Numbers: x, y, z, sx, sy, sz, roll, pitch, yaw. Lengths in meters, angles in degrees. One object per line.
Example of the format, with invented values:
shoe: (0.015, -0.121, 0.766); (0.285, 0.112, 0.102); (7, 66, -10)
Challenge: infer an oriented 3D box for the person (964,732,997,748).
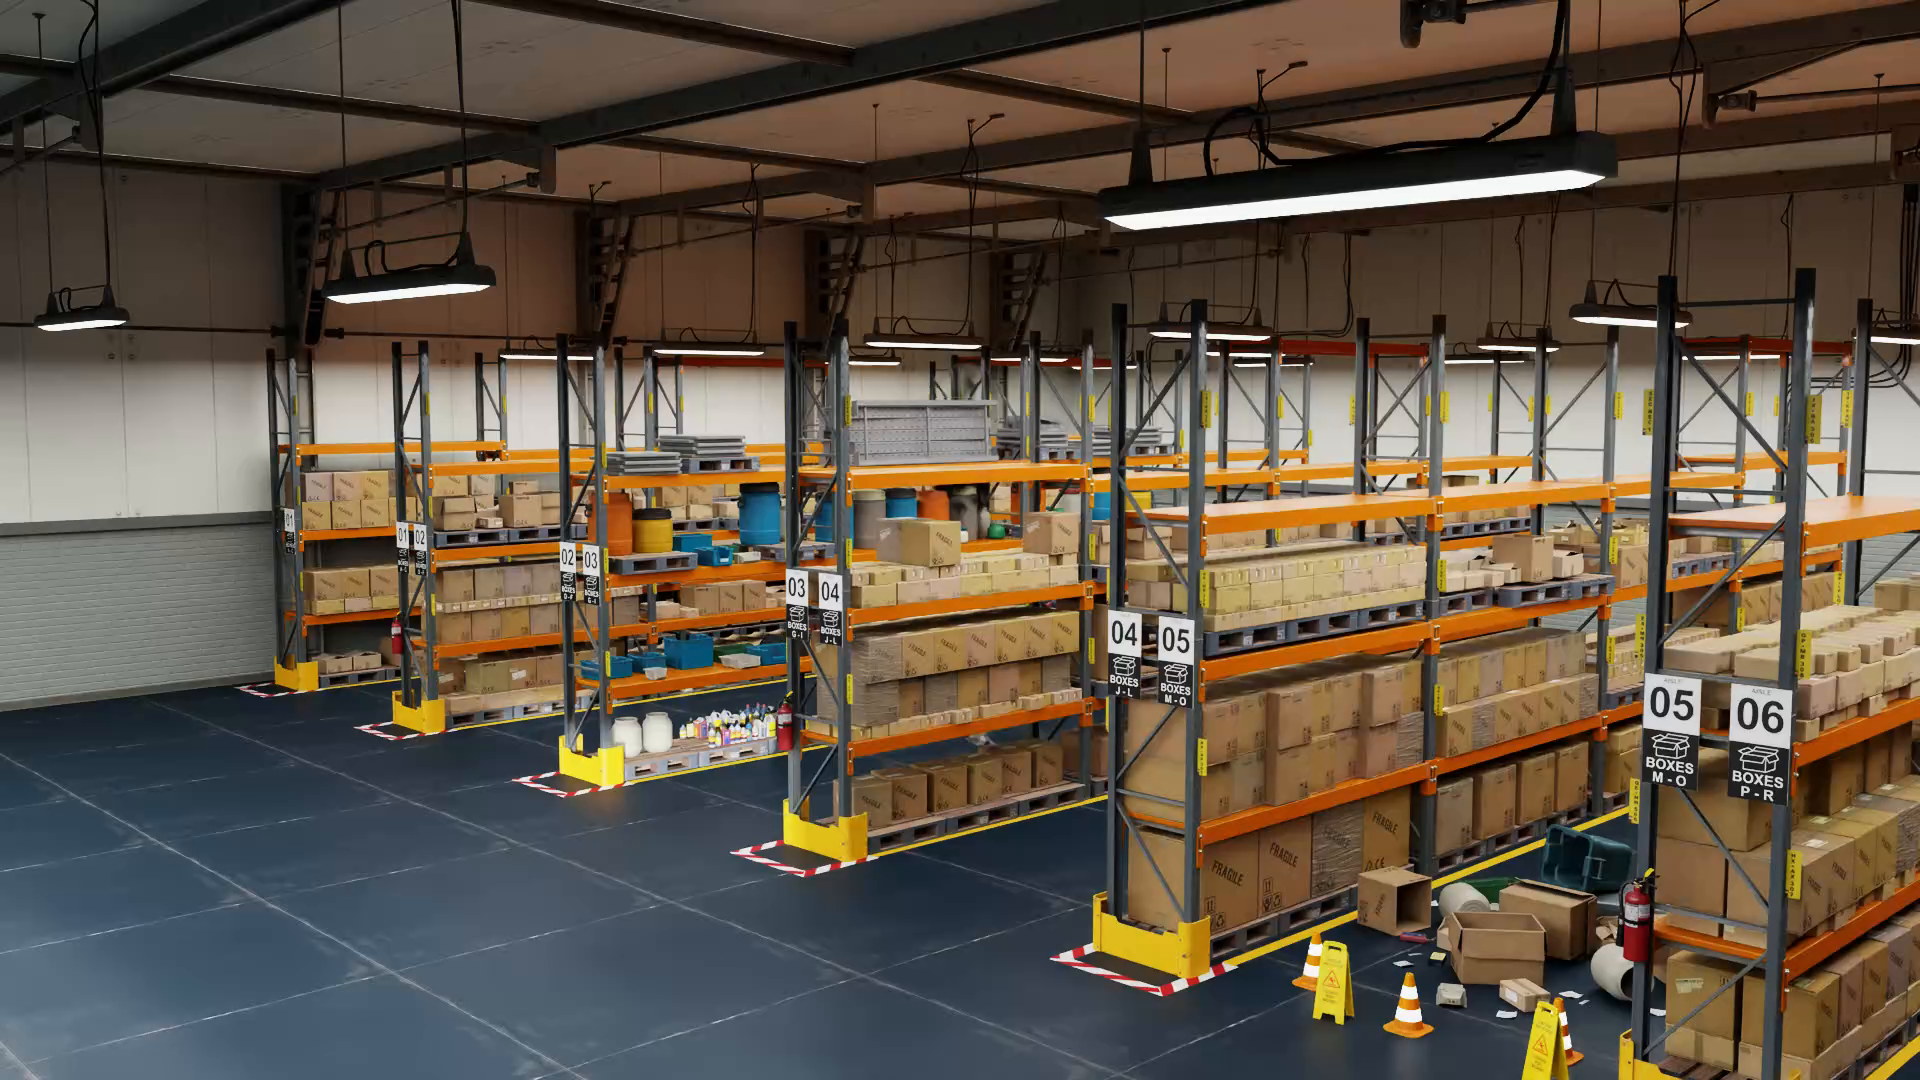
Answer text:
person: (0.228, 2.375, 22.879); (0.868, 1.609, 0.704); (-2, 5, -24)
